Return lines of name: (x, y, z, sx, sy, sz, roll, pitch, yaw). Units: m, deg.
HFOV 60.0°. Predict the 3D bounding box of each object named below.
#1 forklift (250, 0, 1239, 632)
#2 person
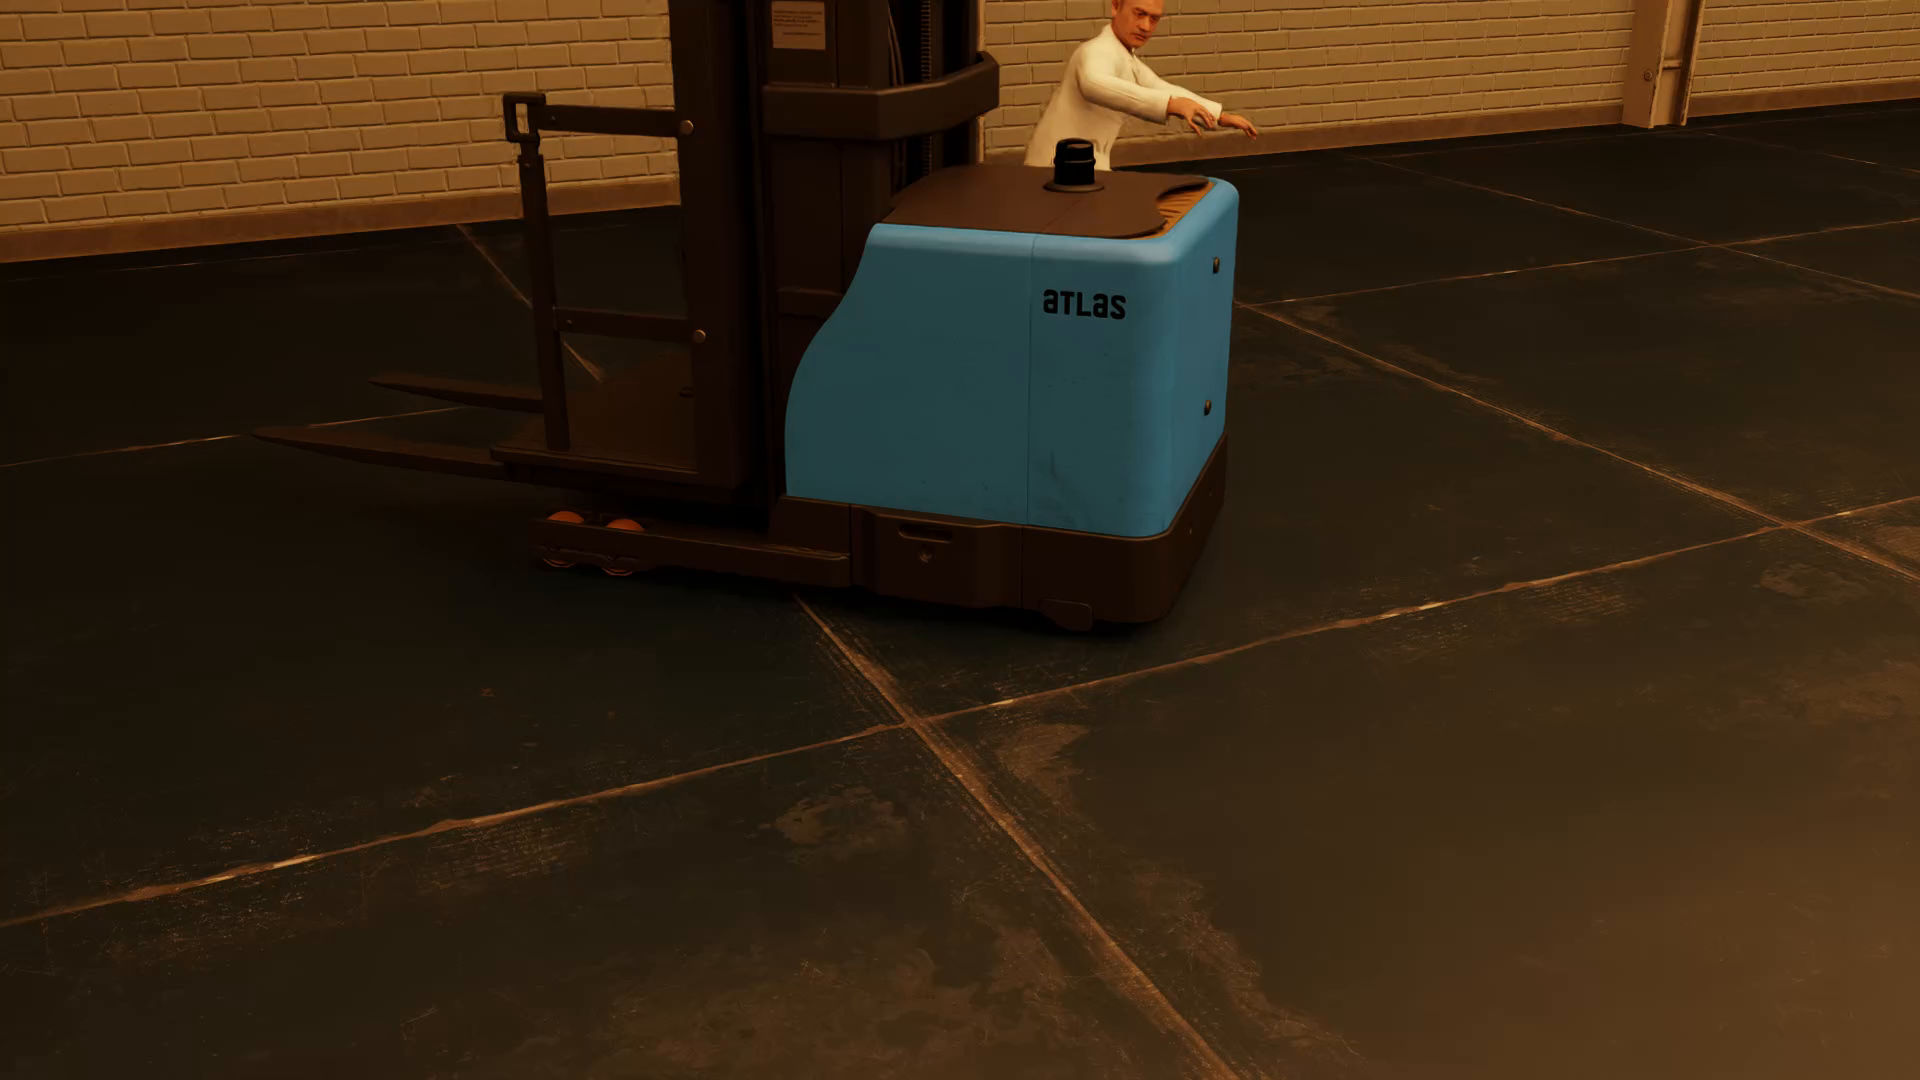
forklift: (-0.748, -1.429, 4.727, 3.031, 2.935, 1.130, 7, 24, 17)
person: (0.725, -1.338, 6.393, 1.203, 1.568, 0.952, -11, 25, -24)
